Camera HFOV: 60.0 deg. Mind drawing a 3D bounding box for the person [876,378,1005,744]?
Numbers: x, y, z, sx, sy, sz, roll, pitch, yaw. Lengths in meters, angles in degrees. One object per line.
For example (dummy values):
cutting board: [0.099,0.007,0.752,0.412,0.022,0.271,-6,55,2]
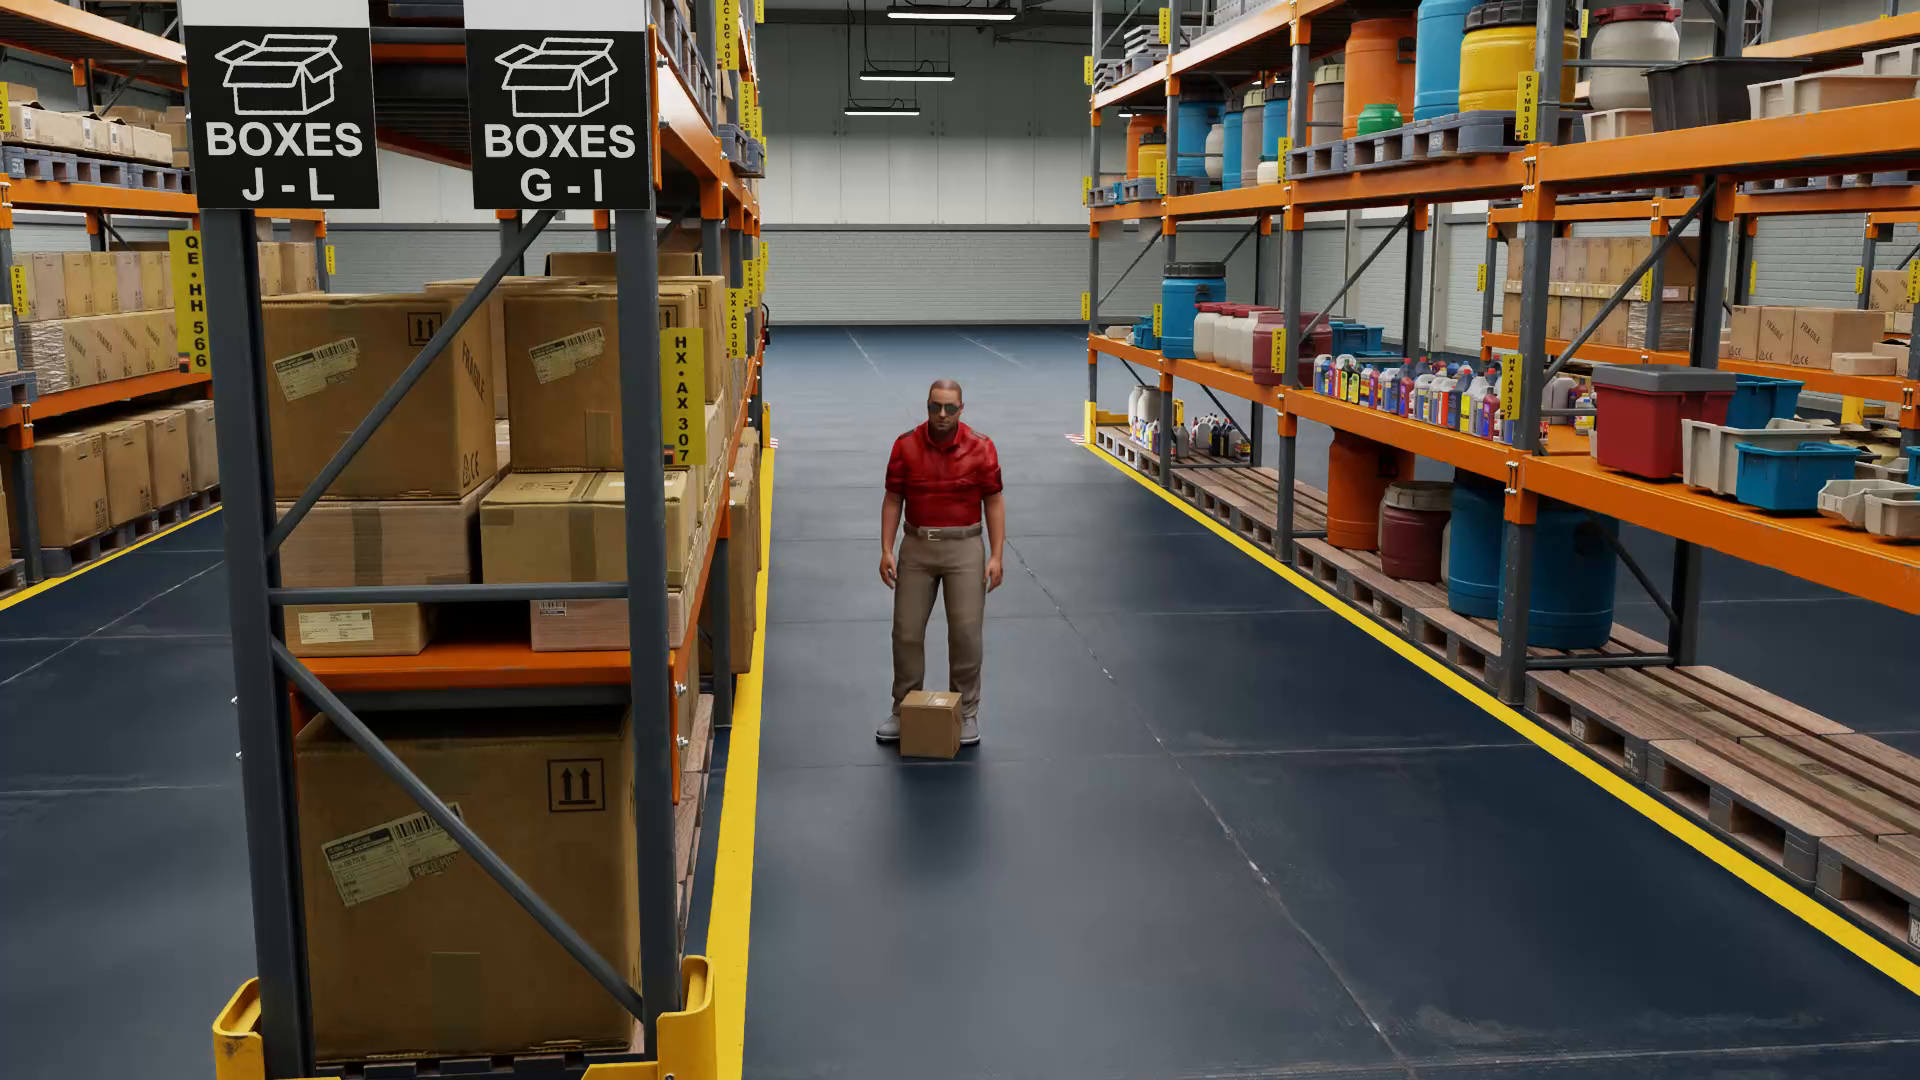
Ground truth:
person: [-0.092,0.092,7.910,0.606,1.727,0.394,1,10,7]
